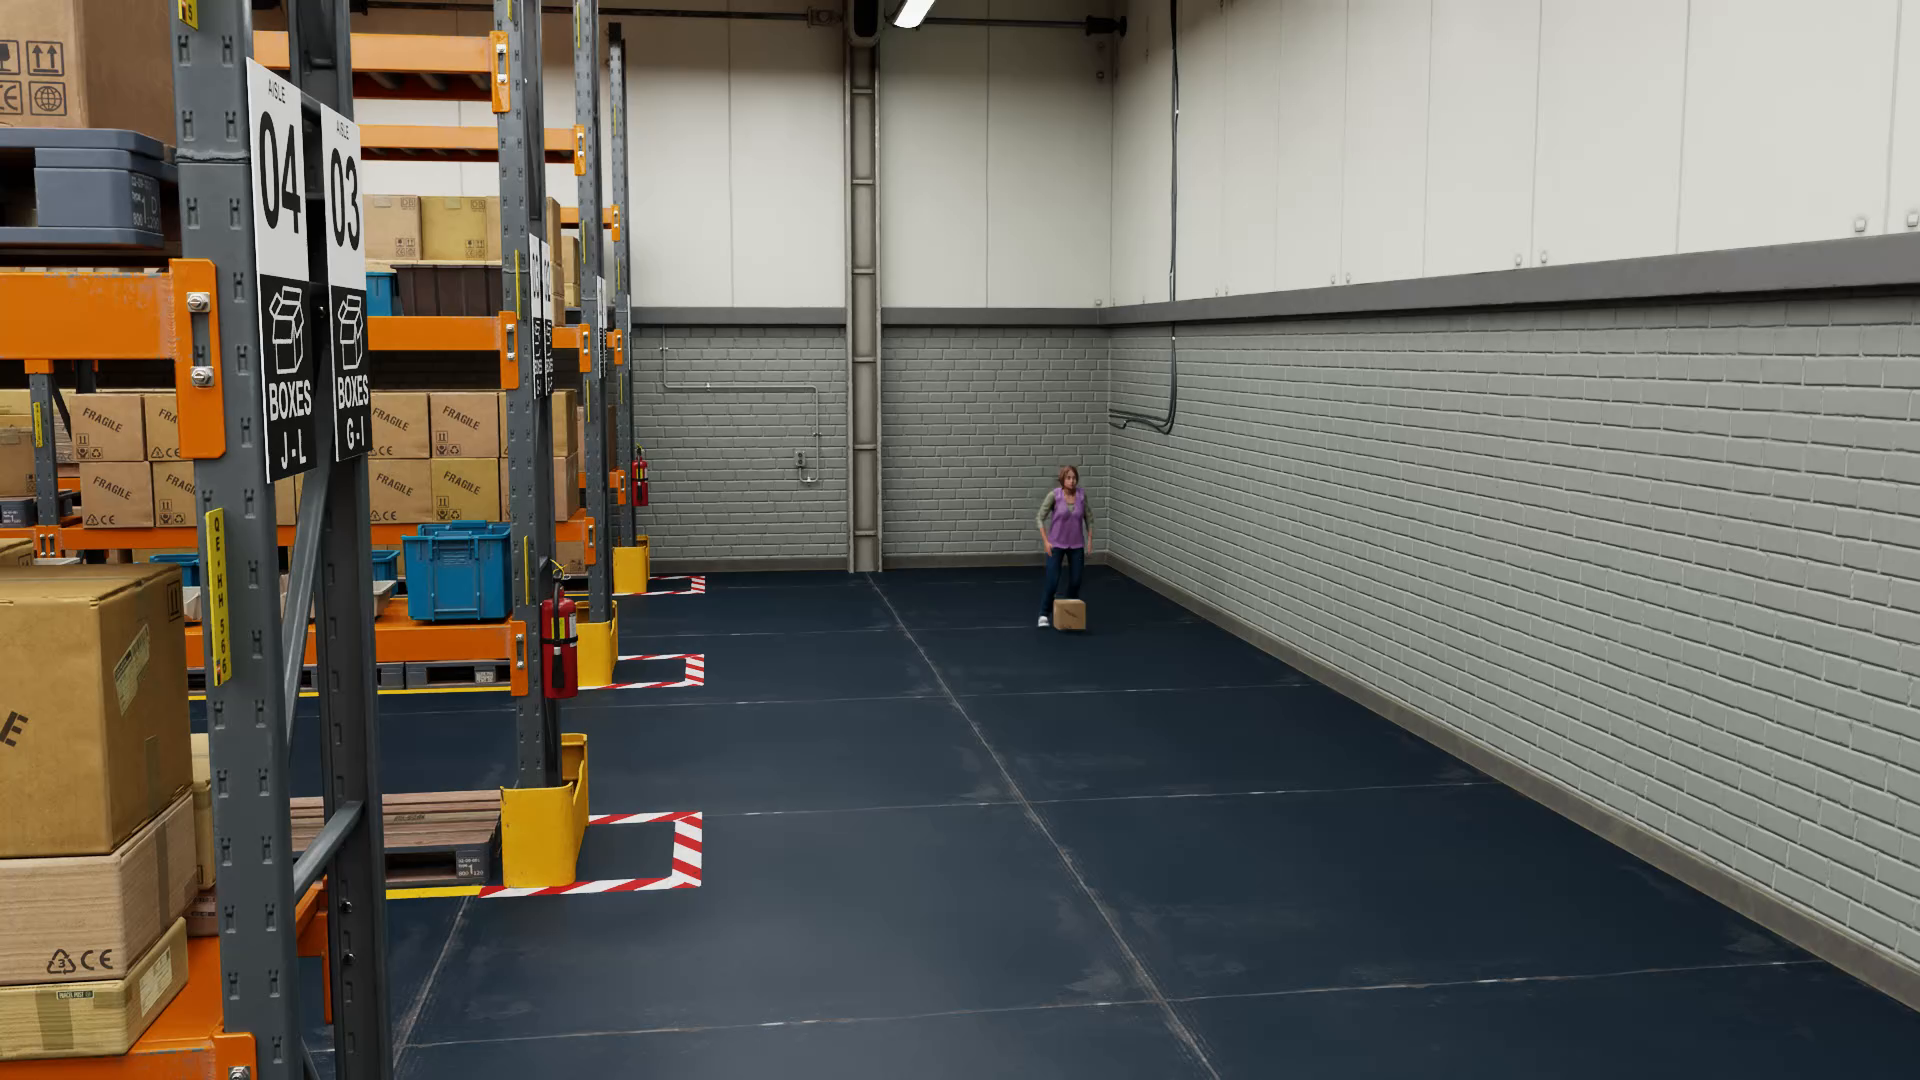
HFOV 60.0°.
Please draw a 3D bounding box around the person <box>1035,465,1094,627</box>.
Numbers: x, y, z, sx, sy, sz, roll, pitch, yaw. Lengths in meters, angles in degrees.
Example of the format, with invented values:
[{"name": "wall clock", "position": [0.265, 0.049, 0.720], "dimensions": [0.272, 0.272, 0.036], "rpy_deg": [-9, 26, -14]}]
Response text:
[{"name": "person", "position": [0.983, 0.064, 15.648], "dimensions": [0.560, 1.548, 0.480], "rpy_deg": [-1, 7, -11]}]
